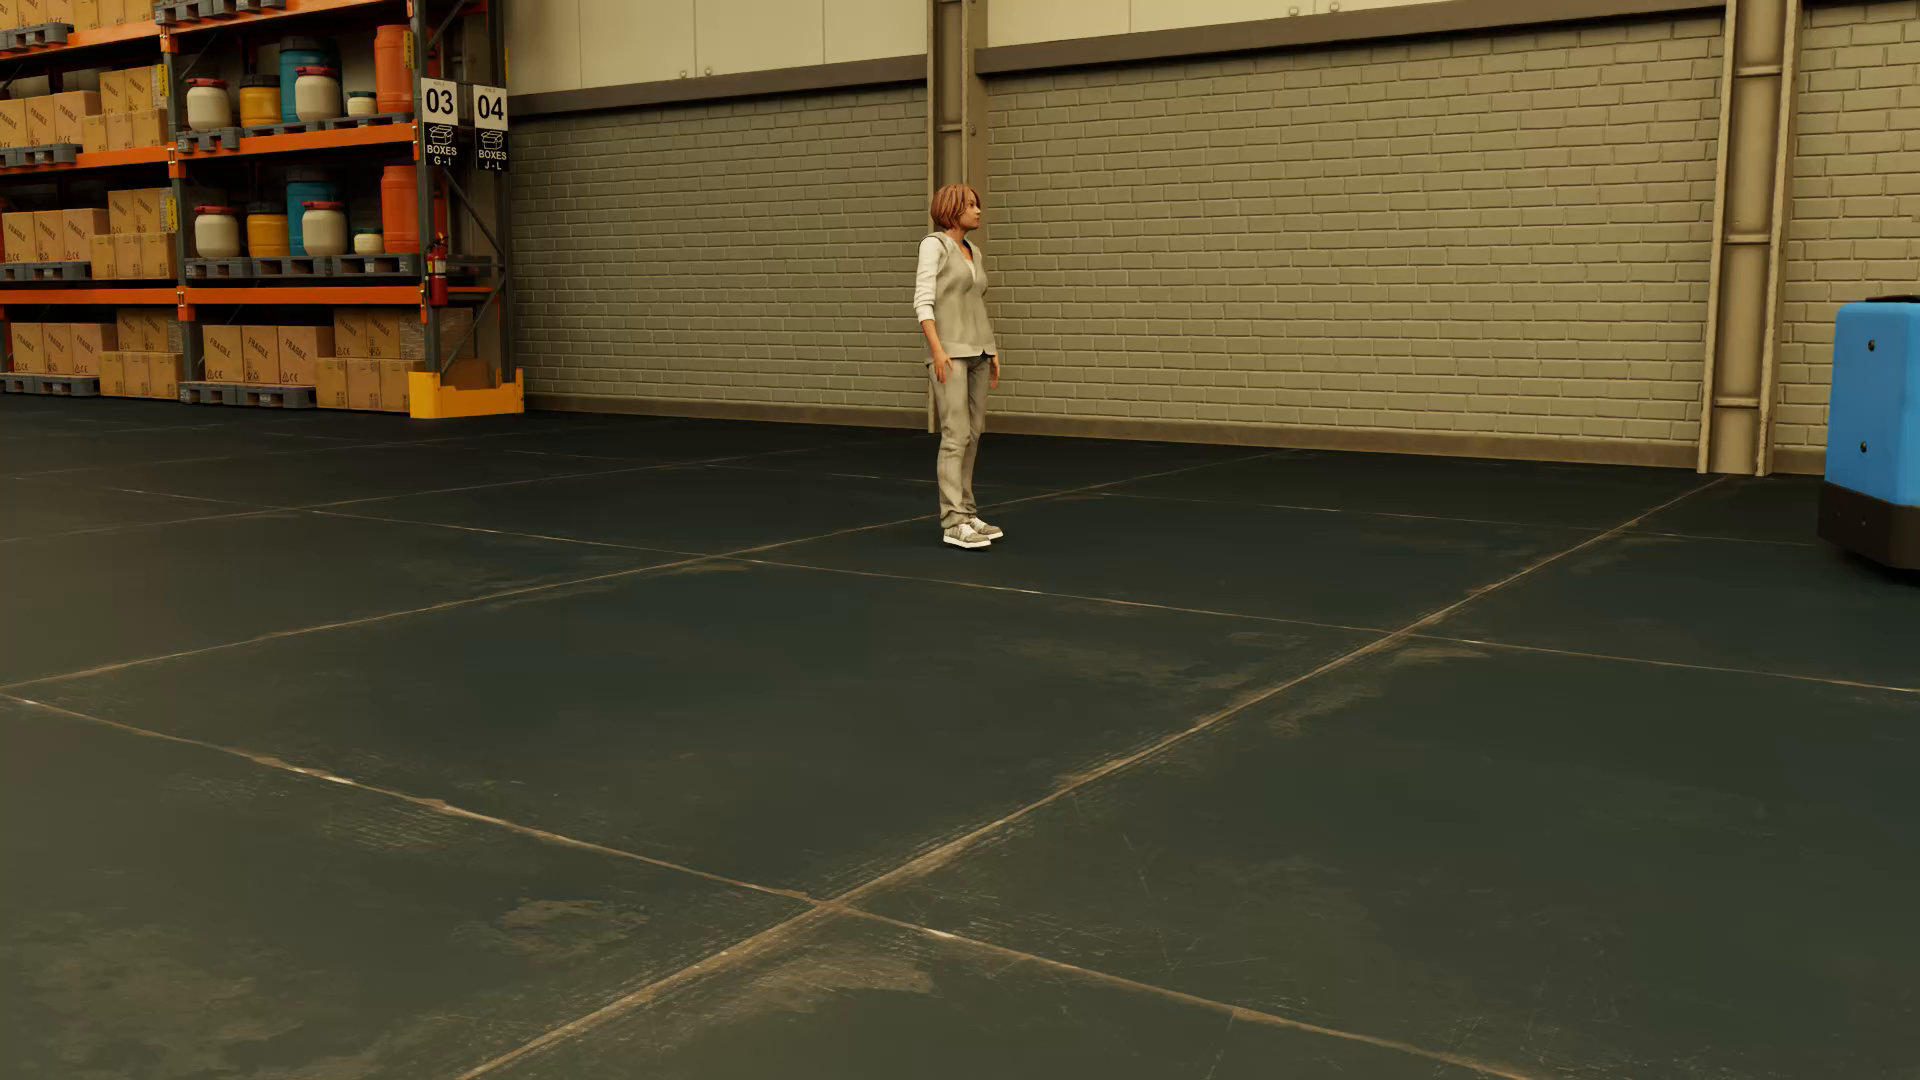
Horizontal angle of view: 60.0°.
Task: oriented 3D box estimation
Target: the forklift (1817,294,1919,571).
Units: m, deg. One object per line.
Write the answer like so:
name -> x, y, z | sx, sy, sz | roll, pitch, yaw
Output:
forklift -> 5.124, -1.297, 6.317 | 3.031, 2.935, 1.130 | 2, 8, 11

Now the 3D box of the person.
person -> 0.053, -0.791, 7.438 | 0.475, 1.597, 0.520 | 5, 10, 34
